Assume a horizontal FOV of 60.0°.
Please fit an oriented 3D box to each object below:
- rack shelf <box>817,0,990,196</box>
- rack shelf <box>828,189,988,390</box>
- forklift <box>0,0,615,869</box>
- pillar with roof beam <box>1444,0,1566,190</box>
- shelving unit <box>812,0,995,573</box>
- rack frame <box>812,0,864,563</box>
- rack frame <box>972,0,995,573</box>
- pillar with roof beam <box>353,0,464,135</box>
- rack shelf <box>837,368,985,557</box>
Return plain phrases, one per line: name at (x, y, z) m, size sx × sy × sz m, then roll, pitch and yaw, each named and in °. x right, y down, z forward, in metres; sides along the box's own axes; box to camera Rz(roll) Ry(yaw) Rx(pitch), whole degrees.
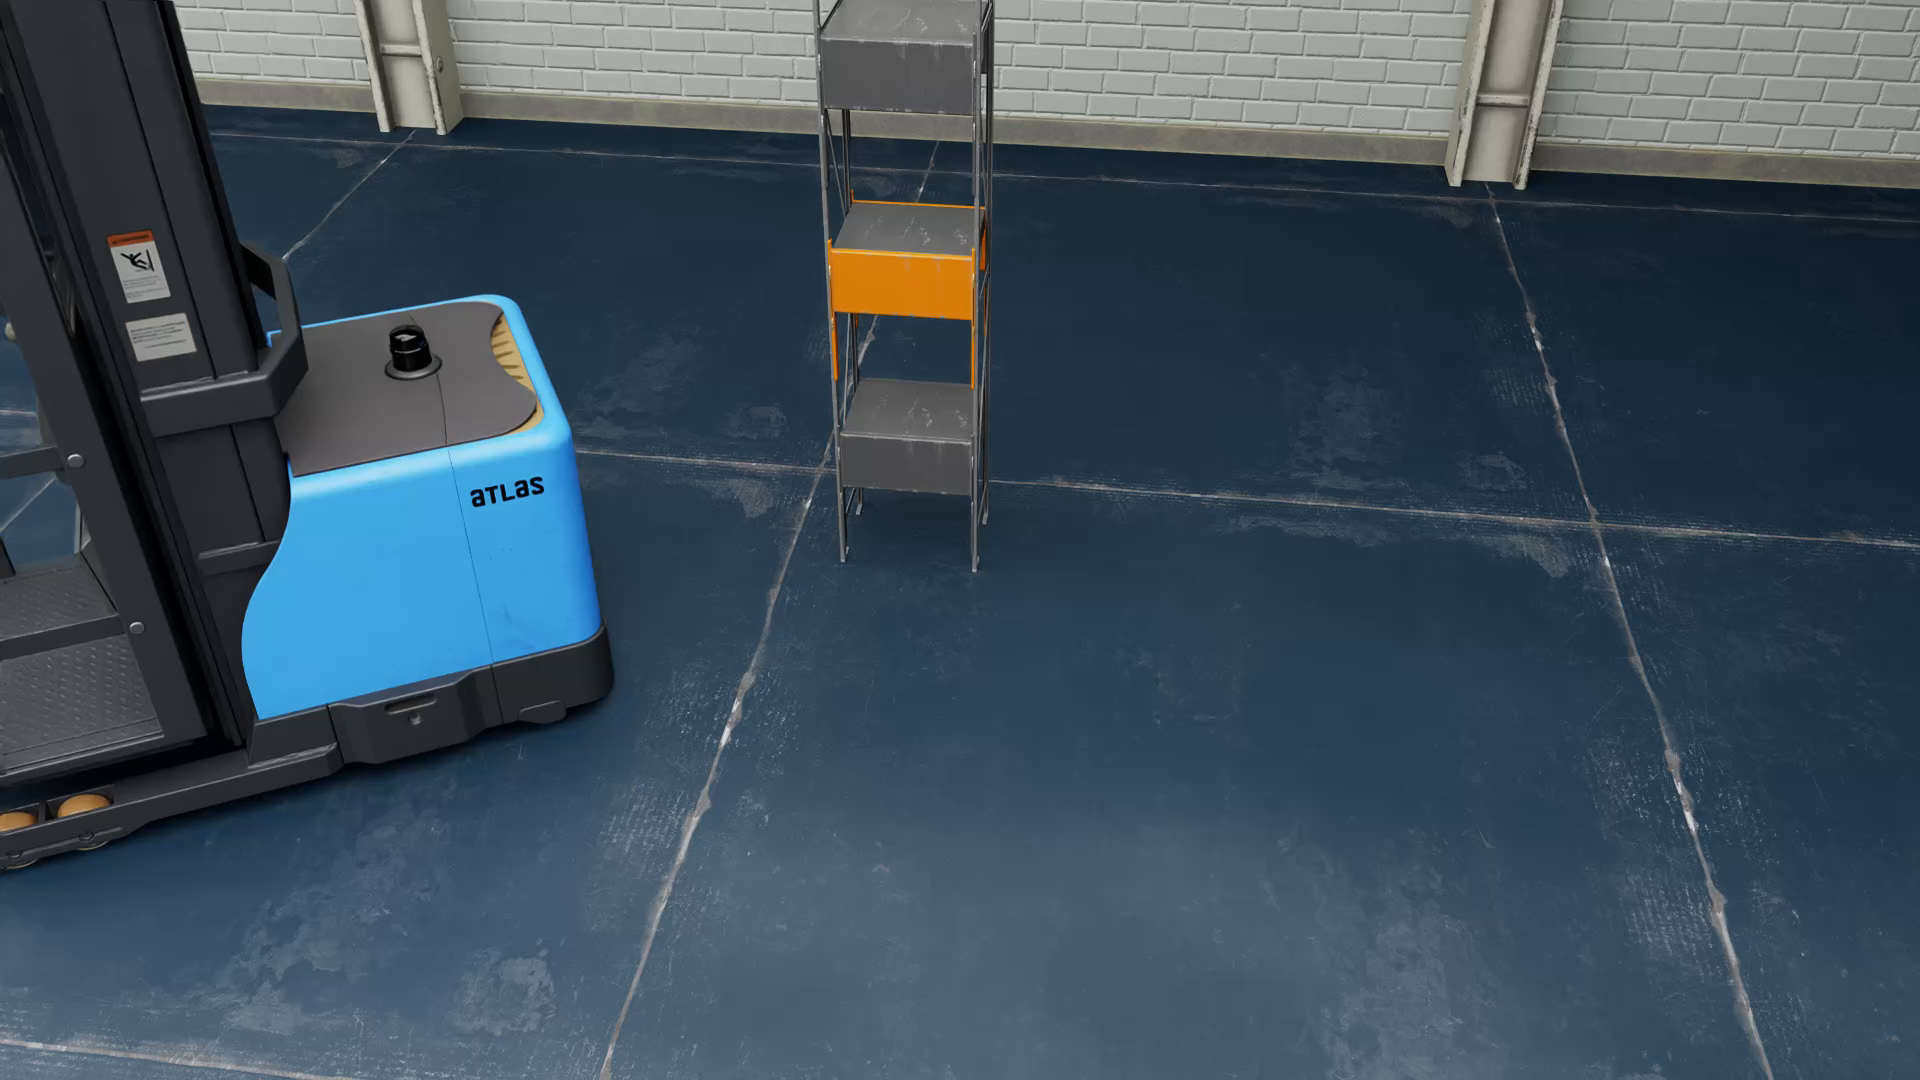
rack shelf at (-0.164, -1.426, 5.258) m, size 0.480 × 0.518 × 0.431 m, roll 4°, pitch 36°, yaw 6°
rack shelf at (-0.164, -0.856, 5.665) m, size 0.480 × 0.518 × 0.431 m, roll 4°, pitch 36°, yaw 6°
forklift at (-2.704, -0.576, 4.534) m, size 3.031 × 2.935 × 1.130 m, roll -13°, pitch 38°, yaw -18°
pillar with roof beam at (2.293, -3.155, 2.924) m, size 0.400 × 9.000 × 9.100 m, roll 4°, pitch 36°, yaw 6°
shelving unit at (-0.164, -0.867, 5.657) m, size 0.503 × 2.100 × 0.431 m, roll 4°, pitch 36°, yaw 6°
rack frame at (-0.406, -0.885, 5.683) m, size 0.015 × 2.100 × 0.400 m, roll 4°, pitch 36°, yaw 6°
rack frame at (0.078, -0.849, 5.632) m, size 0.015 × 2.100 × 0.400 m, roll 4°, pitch 36°, yaw 6°
pillar with roof beam at (-3.658, -3.599, 3.546) m, size 0.400 × 9.000 × 9.100 m, roll 4°, pitch 36°, yaw 6°
rack shelf at (-0.164, -0.286, 6.072) m, size 0.480 × 0.518 × 0.431 m, roll 4°, pitch 36°, yaw 6°
